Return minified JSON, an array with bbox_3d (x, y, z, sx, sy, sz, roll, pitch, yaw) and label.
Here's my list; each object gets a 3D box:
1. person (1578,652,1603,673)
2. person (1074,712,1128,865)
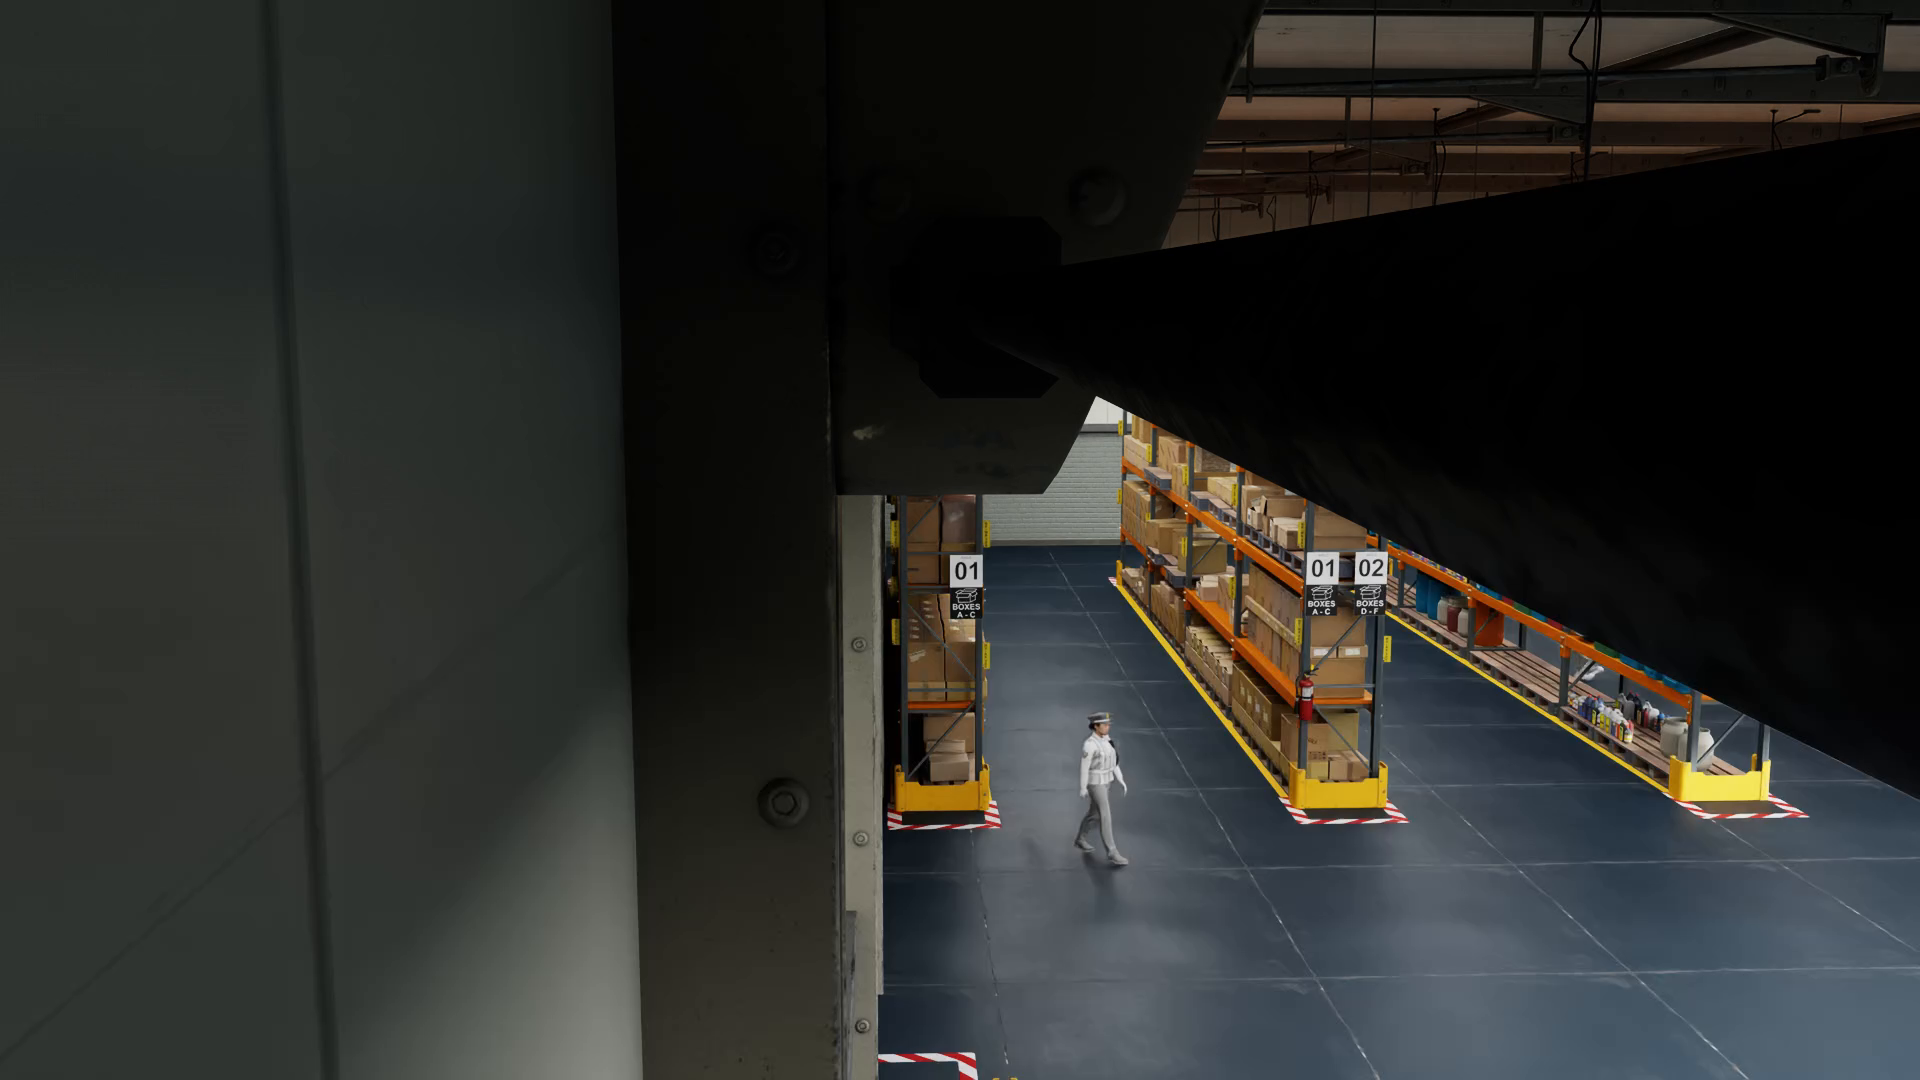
[{"bbox_3d":[10.524,1.413,27.827,0.525,1.667,0.483,3,9,18],"label":"person"},{"bbox_3d":[1.625,2.758,18.714,0.814,1.639,0.548,5,10,30],"label":"person"}]
